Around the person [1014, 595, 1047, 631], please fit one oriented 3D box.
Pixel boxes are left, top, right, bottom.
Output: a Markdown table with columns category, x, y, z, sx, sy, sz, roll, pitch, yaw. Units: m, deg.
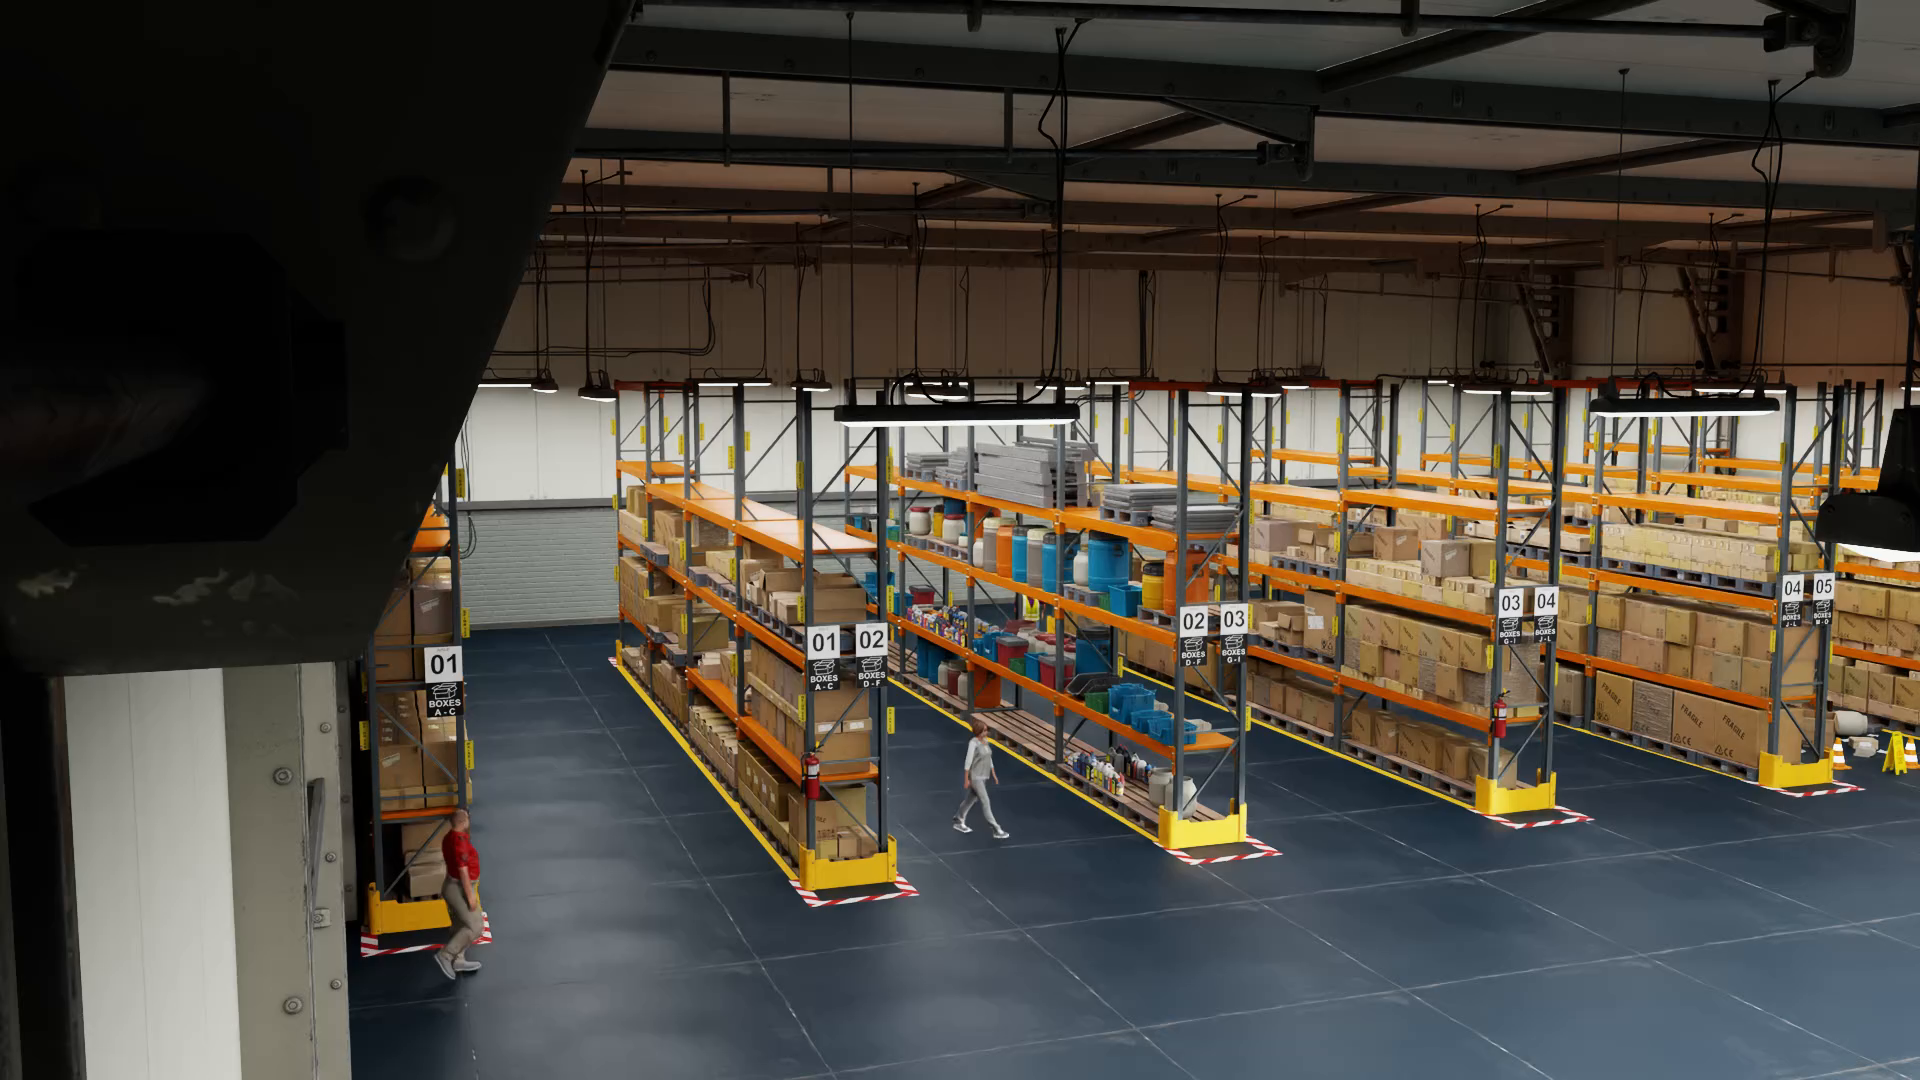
| category | x | y | z | sx | sy | sz | roll | pitch | yaw |
| --- | --- | --- | --- | --- | --- | --- | --- | --- | --- |
| person | 1.523 | 1.710 | 35.873 | 0.745 | 1.672 | 0.679 | -1 | 6 | -10 |

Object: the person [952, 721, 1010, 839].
| category | x | y | z | sx | sy | sz | roll | pitch | yaw |
| --- | --- | --- | --- | --- | --- | --- | --- | --- | --- |
| person | 0.305 | 3.189 | 22.253 | 0.943 | 1.551 | 0.467 | 3 | 7 | 24 |

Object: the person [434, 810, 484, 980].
| category | x | y | z | sx | sy | sz | roll | pitch | yaw |
| --- | --- | --- | --- | --- | --- | --- | --- | --- | --- |
| person | -5.216 | 3.642 | 17.178 | 0.498 | 1.723 | 0.556 | -3 | 7 | -26 |
